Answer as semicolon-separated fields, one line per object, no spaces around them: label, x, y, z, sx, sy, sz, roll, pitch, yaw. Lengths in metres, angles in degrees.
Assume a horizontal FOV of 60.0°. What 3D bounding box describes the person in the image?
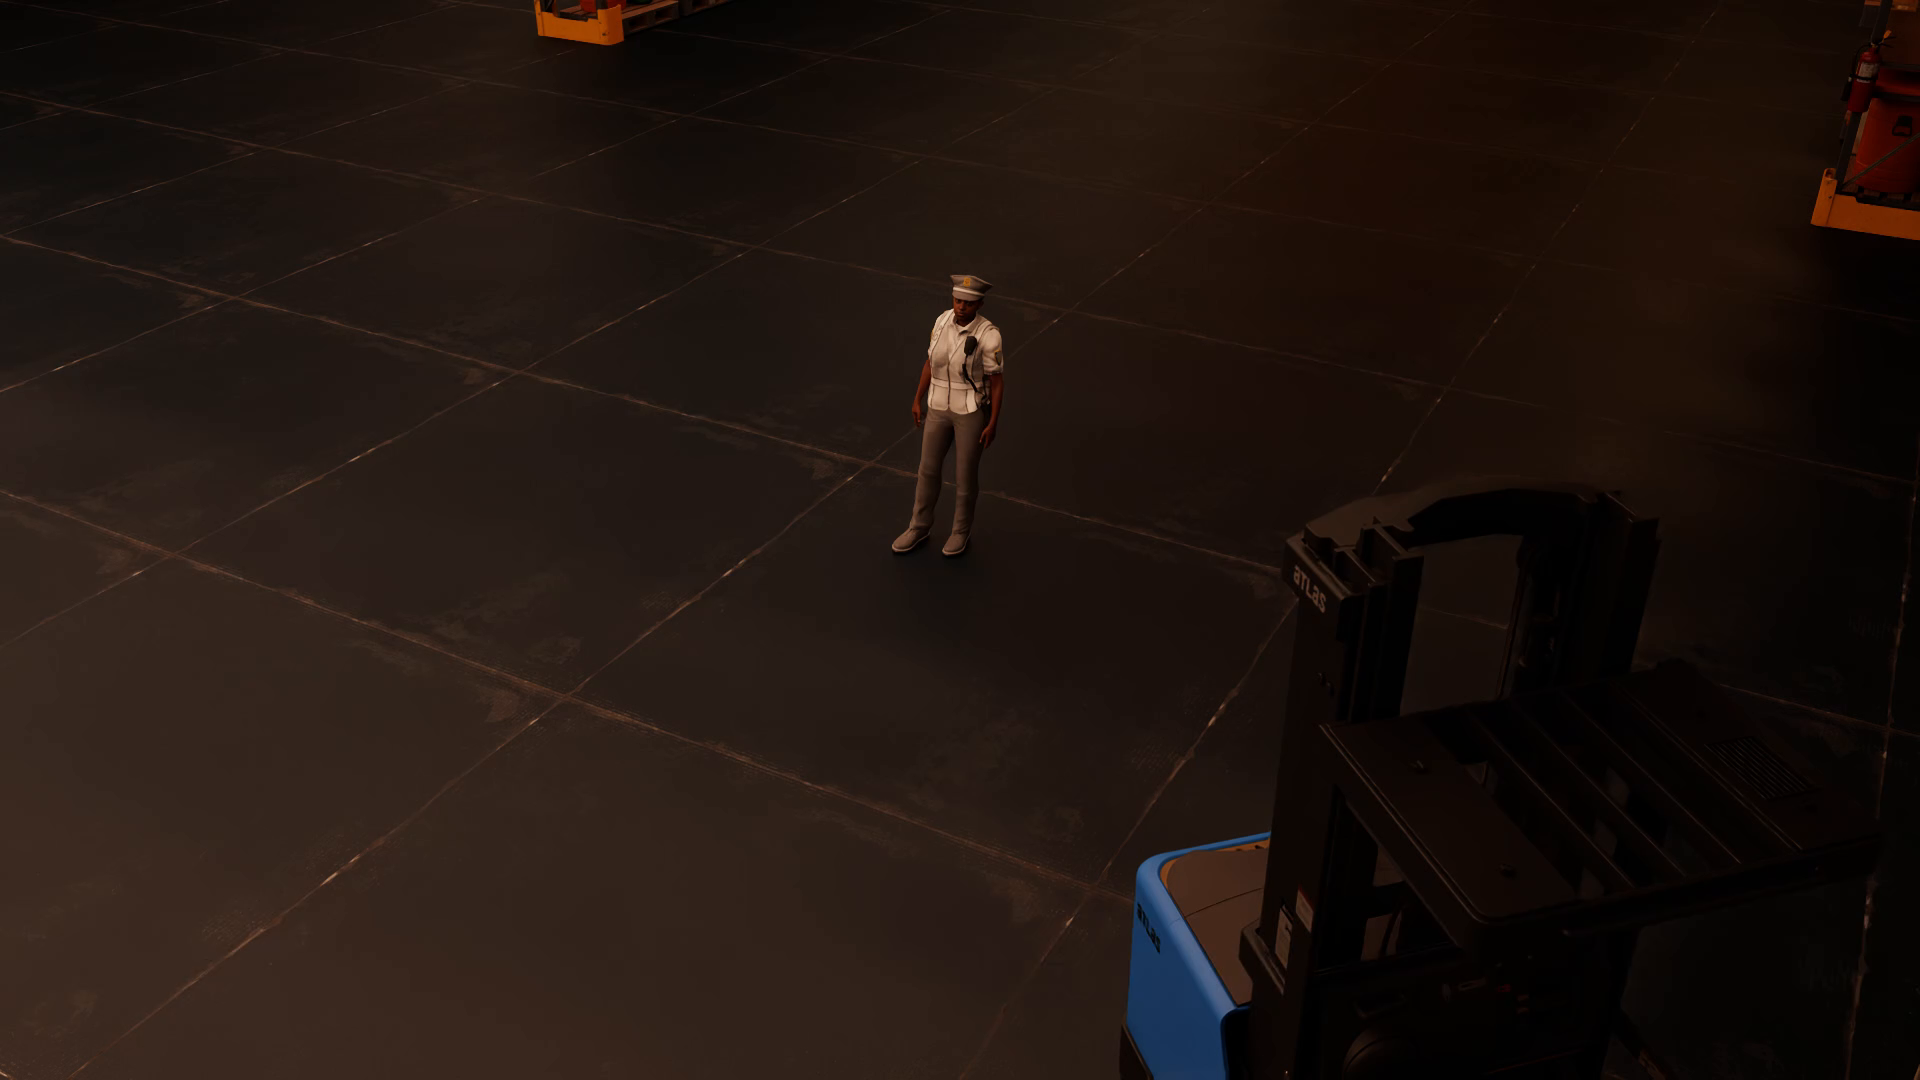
person;-0.054;-0.711;9.528;0.569;1.693;0.528;15;33;25

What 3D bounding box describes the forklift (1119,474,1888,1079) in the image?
forklift;1.515;1.426;4.600;1.130;2.935;3.031;-8;31;-14
